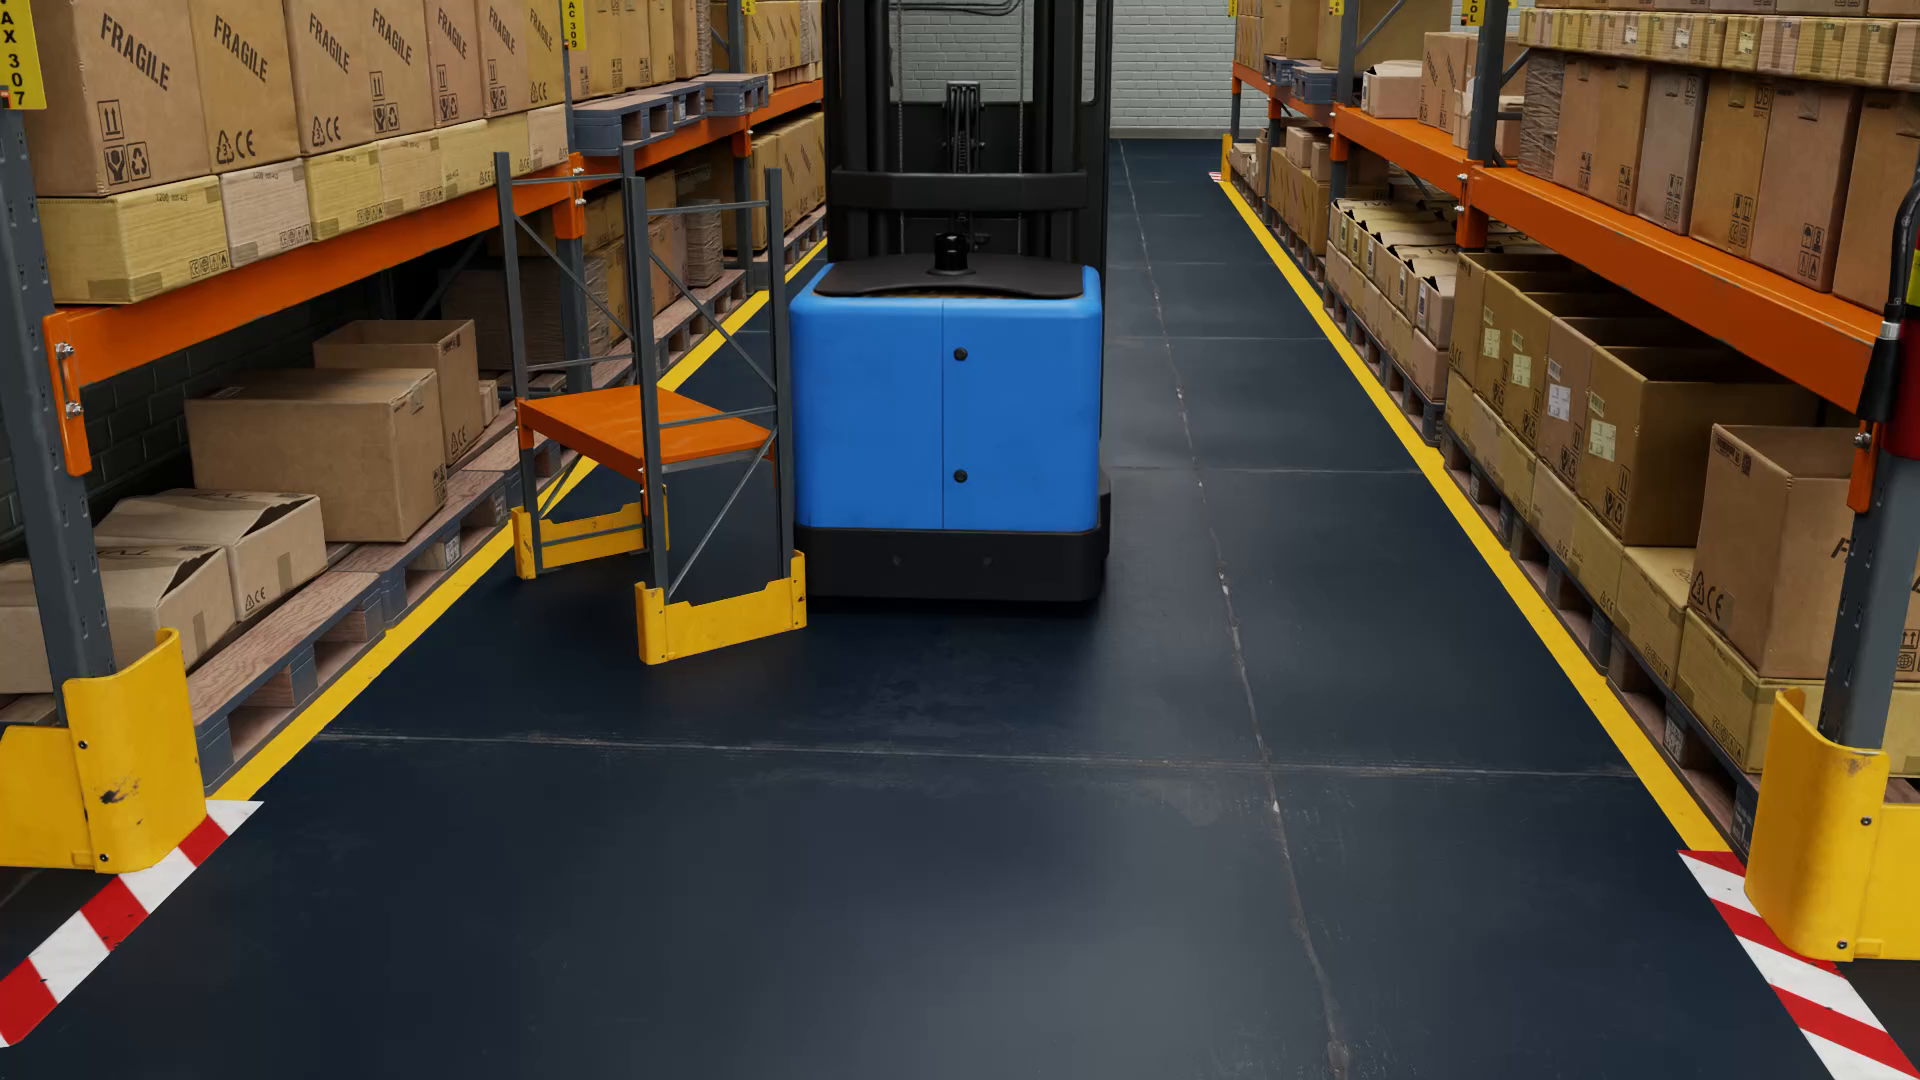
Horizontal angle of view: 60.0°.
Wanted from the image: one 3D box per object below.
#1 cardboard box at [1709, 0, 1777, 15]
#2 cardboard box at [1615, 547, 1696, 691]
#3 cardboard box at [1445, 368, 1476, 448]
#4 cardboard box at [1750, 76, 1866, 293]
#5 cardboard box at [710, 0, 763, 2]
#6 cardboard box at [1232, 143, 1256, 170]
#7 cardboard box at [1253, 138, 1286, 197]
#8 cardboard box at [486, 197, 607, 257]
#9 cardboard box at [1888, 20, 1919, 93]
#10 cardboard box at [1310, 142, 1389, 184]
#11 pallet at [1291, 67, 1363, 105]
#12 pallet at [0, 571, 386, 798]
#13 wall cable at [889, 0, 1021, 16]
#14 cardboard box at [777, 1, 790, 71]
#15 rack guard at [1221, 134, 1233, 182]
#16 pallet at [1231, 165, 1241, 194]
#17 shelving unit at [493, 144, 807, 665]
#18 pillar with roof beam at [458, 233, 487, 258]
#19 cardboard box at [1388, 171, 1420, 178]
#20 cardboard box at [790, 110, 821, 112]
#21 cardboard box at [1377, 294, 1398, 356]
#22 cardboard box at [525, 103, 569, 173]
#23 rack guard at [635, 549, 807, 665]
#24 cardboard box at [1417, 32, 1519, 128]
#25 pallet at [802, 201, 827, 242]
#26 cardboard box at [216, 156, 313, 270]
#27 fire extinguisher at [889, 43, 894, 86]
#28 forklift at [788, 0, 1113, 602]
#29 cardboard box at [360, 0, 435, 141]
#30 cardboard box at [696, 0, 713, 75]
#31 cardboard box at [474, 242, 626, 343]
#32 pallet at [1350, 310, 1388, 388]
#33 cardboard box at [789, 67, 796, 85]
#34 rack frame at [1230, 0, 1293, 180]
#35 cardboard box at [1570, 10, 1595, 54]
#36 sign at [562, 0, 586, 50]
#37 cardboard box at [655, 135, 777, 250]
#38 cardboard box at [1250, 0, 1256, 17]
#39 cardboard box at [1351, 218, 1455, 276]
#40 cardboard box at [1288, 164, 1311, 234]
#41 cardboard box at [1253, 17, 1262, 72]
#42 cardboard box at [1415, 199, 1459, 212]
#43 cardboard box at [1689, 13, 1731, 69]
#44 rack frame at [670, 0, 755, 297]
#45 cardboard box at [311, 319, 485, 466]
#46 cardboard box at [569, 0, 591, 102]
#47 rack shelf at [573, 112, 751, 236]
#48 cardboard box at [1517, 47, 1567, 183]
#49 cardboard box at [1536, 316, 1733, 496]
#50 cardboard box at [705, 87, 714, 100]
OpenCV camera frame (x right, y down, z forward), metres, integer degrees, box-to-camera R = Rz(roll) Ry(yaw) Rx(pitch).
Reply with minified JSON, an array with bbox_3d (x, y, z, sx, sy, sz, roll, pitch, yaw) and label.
[{"bbox_3d":[2.534,-1.704,4.561,0.700,0.500,0.500,1,18,4],"label":"cardboard box"},{"bbox_3d":[2.184,0.220,4.676,0.500,0.250,0.500,1,18,4],"label":"cardboard box"},{"bbox_3d":[2.368,-0.556,7.045,0.500,0.250,0.500,1,18,4],"label":"cardboard box"},{"bbox_3d":[2.496,-0.914,4.234,0.700,0.500,0.500,2,18,5],"label":"cardboard box"},{"bbox_3d":[-1.659,-3.851,11.485,0.500,0.250,0.500,2,18,5],"label":"cardboard box"},{"bbox_3d":[3.206,-4.112,17.865,0.500,0.250,0.500,1,18,4],"label":"cardboard box"},{"bbox_3d":[3.035,-3.490,15.564,0.500,0.500,0.500,1,18,4],"label":"cardboard box"},{"bbox_3d":[-2.174,-1.653,8.755,0.500,0.250,0.500,1,18,3],"label":"cardboard box"},{"bbox_3d":[2.254,-1.037,3.568,0.380,0.149,0.250,1,18,3],"label":"cardboard box"},{"bbox_3d":[2.823,-2.734,12.053,0.500,0.250,0.500,2,18,6],"label":"cardboard box"},{"bbox_3d":[2.969,-3.164,11.570,1.213,0.211,1.003,1,18,4],"label":"pallet"},{"bbox_3d":[-2.426,0.382,4.918,1.003,0.211,1.213,1,18,4],"label":"pallet"},{"bbox_3d":[-0.616,-8.761,23.695,3.097,2.526,0.112,1,18,4],"label":"wall cable"},{"bbox_3d":[-1.578,-3.812,12.570,0.500,0.500,0.500,1,18,4],"label":"cardboard box"},{"bbox_3d":[3.558,-4.316,18.792,1.175,0.500,0.348,1,18,4],"label":"rack guard"},{"bbox_3d":[3.502,-3.931,18.082,1.003,0.211,1.213,1,18,4],"label":"pallet"},{"bbox_3d":[-1.060,-0.507,5.562,0.587,1.500,1.083,-13,22,-34],"label":"shelving unit"},{"bbox_3d":[1.387,-5.523,8.826,9.100,9.000,0.400,1,18,4],"label":"pillar with roof beam"},{"bbox_3d":[3.381,-2.518,12.597,0.500,0.500,0.500,1,18,3],"label":"cardboard box"},{"bbox_3d":[-1.608,-4.387,17.292,0.380,0.149,0.250,1,18,4],"label":"cardboard box"},{"bbox_3d":[2.518,-1.145,8.841,0.500,0.250,0.500,2,18,5],"label":"cardboard box"},{"bbox_3d":[-1.970,-1.694,6.986,0.500,0.250,0.500,1,18,4],"label":"cardboard box"},{"bbox_3d":[-0.764,0.211,5.376,0.587,0.250,0.087,-13,22,-34],"label":"rack guard"},{"bbox_3d":[2.886,-2.569,9.285,0.500,0.500,0.500,0,18,1],"label":"cardboard box"},{"bbox_3d":[-1.645,-2.828,14.716,1.003,0.211,1.213,1,18,4],"label":"pallet"},{"bbox_3d":[-2.150,-0.912,4.598,0.500,0.250,0.500,1,18,2],"label":"cardboard box"},{"bbox_3d":[-0.907,-5.460,18.991,0.296,0.674,0.183,1,18,4],"label":"fire extinguisher"},{"bbox_3d":[0.043,-1.596,6.588,1.130,2.935,3.031,1,18,4],"label":"forklift"},{"bbox_3d":[-2.077,-1.578,5.426,0.500,0.500,0.500,2,18,6],"label":"cardboard box"},{"bbox_3d":[-1.975,-3.263,10.696,0.700,0.500,0.500,-1,18,-3],"label":"cardboard box"},{"bbox_3d":[-2.215,-1.322,8.948,0.700,0.500,0.500,1,18,3],"label":"cardboard box"},{"bbox_3d":[2.802,-1.085,9.396,1.003,0.211,1.213,1,18,4],"label":"pallet"},{"bbox_3d":[-1.541,-3.780,13.513,0.380,0.149,0.250,1,18,2],"label":"cardboard box"},{"bbox_3d":[3.563,-5.528,18.475,1.000,3.000,0.127,1,18,4],"label":"rack frame"},{"bbox_3d":[2.439,-1.838,6.012,0.380,0.149,0.250,1,18,3],"label":"cardboard box"},{"bbox_3d":[-1.696,-2.312,7.271,0.100,0.325,0.005,1,18,4],"label":"sign"},{"bbox_3d":[-1.768,-2.556,12.184,0.750,0.750,0.750,1,18,3],"label":"cardboard box"},{"bbox_3d":[3.162,-5.443,16.450,0.500,0.500,0.500,1,18,3],"label":"cardboard box"},{"bbox_3d":[2.591,-1.725,9.710,0.500,0.311,0.500,1,18,2],"label":"cardboard box"},{"bbox_3d":[2.892,-2.684,13.104,0.500,0.500,0.500,1,18,2],"label":"cardboard box"},{"bbox_3d":[3.127,-4.814,16.135,0.500,0.500,0.500,2,18,5],"label":"cardboard box"},{"bbox_3d":[3.198,-2.034,10.655,0.500,0.311,0.500,2,18,5],"label":"cardboard box"},{"bbox_3d":[2.345,-1.439,4.796,0.380,0.149,0.250,2,18,5],"label":"cardboard box"},{"bbox_3d":[-1.951,-3.152,11.226,1.000,3.000,0.127,1,18,4],"label":"rack frame"},{"bbox_3d":[-2.273,-0.608,6.769,0.500,0.500,0.500,0,18,0],"label":"cardboard box"},{"bbox_3d":[-2.168,-2.324,7.831,0.700,0.500,0.500,1,18,4],"label":"cardboard box"},{"bbox_3d":[-2.095,-2.189,9.443,1.077,0.370,4.000,1,18,4],"label":"rack shelf"},{"bbox_3d":[2.678,-1.710,6.665,0.700,0.500,0.500,1,18,2],"label":"cardboard box"},{"bbox_3d":[2.252,-0.447,5.507,0.500,0.500,0.500,1,18,4],"label":"cardboard box"},{"bbox_3d":[-1.697,-3.140,11.559,0.380,0.149,0.250,1,18,3],"label":"cardboard box"}]
